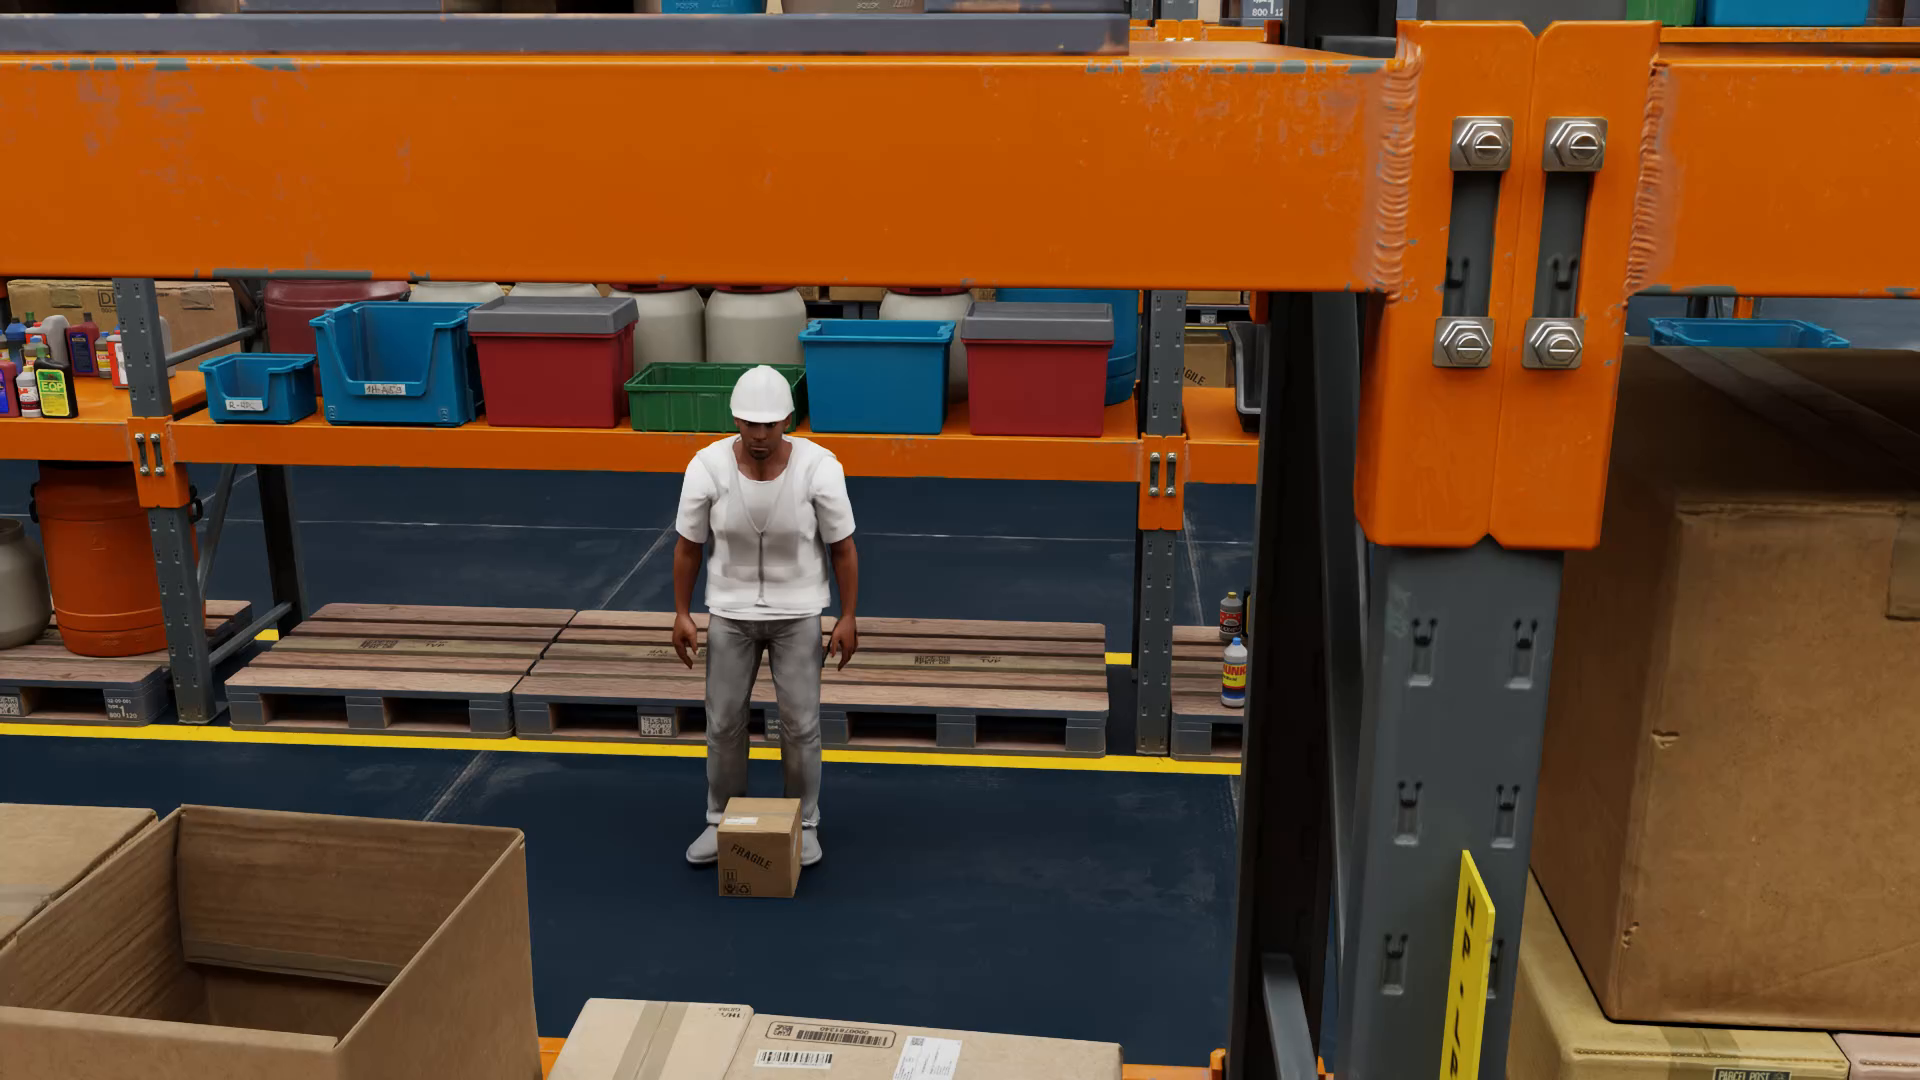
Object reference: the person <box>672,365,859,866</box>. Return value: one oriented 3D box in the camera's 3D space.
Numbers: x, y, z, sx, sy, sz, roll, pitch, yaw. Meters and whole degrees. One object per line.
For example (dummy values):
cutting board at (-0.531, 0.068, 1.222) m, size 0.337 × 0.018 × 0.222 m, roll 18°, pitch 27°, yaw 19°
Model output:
person at (-0.663, 0.266, 5.676) m, size 0.635 × 1.757 × 0.455 m, roll 0°, pitch 17°, yaw 1°
